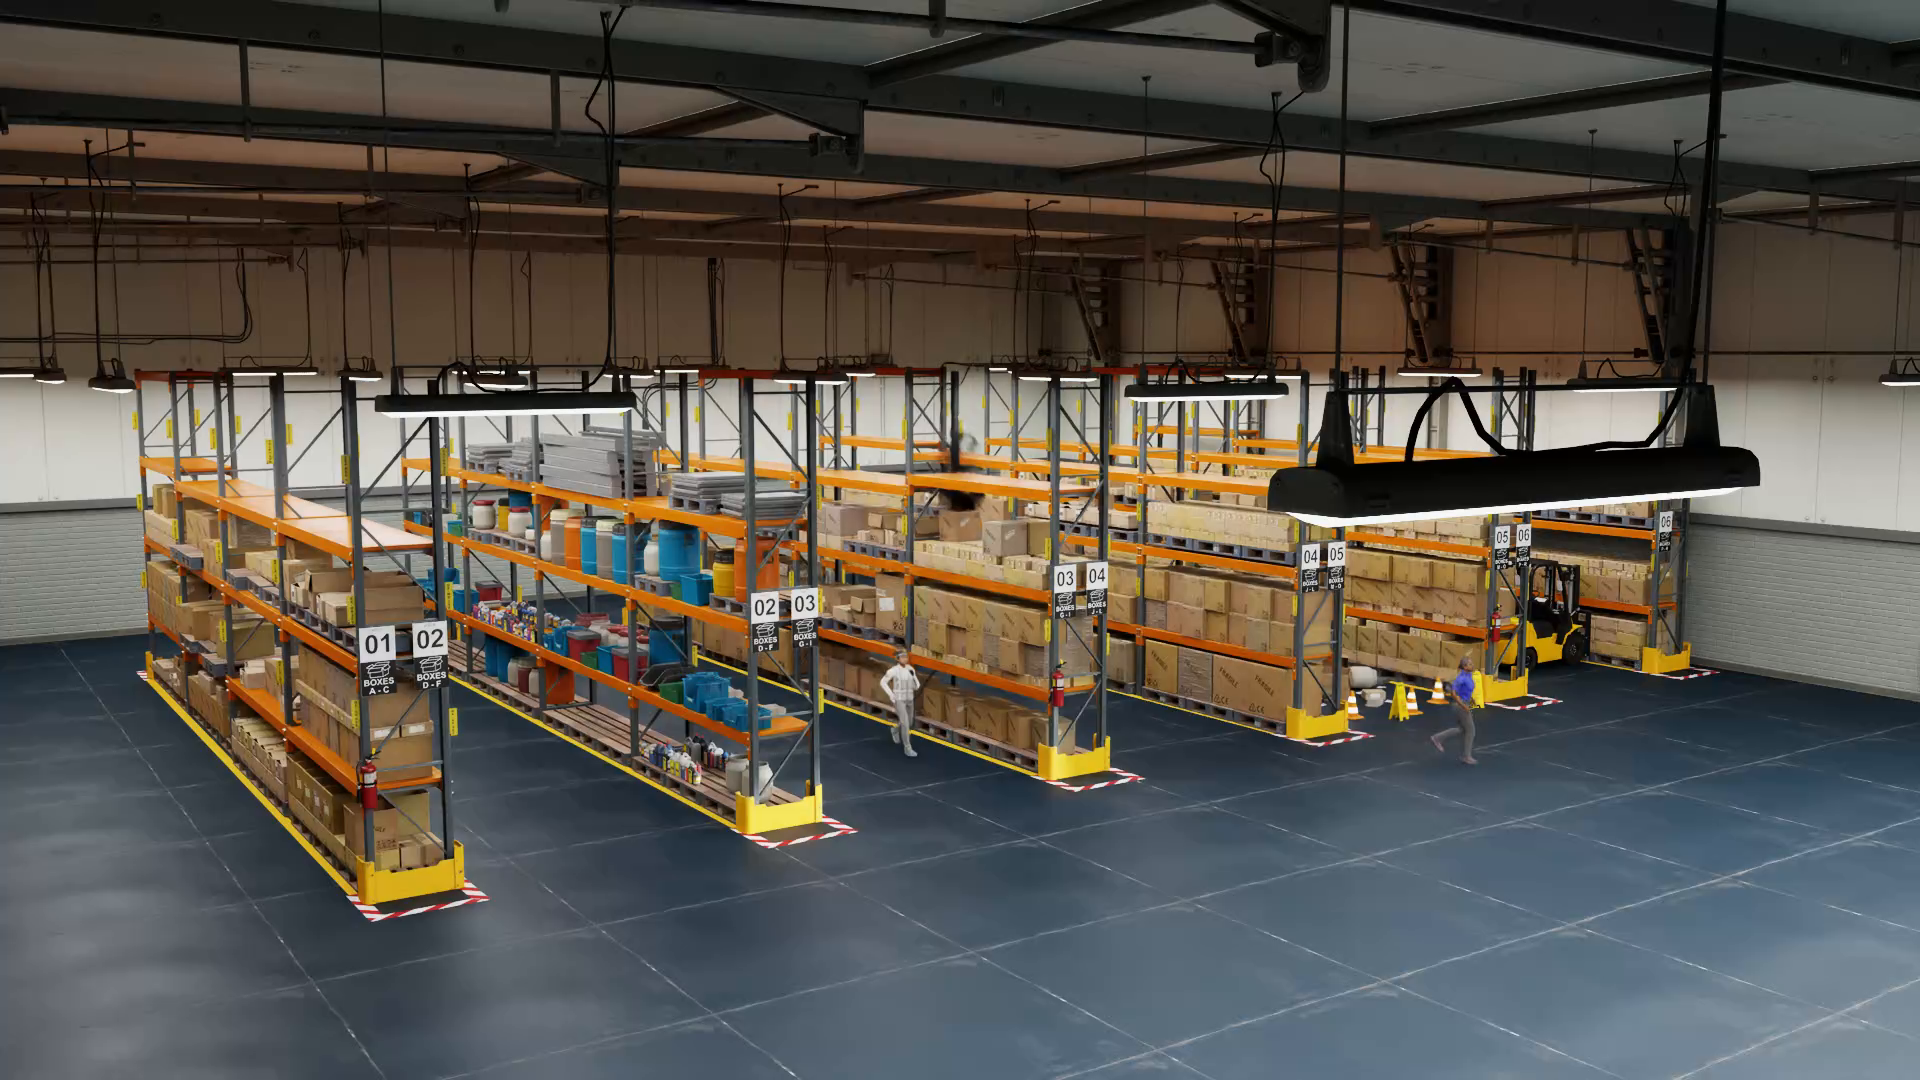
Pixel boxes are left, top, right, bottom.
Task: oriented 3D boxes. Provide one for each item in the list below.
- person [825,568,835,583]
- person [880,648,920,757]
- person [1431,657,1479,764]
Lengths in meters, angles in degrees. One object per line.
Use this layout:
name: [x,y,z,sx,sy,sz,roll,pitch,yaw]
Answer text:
person: [-3.207,0.763,42.135,0.821,1.652,0.594,1,6,7]
person: [-0.915,2.530,26.272,0.624,1.669,0.875,-4,8,-34]
person: [7.690,2.620,25.782,0.749,1.663,0.574,3,7,24]
